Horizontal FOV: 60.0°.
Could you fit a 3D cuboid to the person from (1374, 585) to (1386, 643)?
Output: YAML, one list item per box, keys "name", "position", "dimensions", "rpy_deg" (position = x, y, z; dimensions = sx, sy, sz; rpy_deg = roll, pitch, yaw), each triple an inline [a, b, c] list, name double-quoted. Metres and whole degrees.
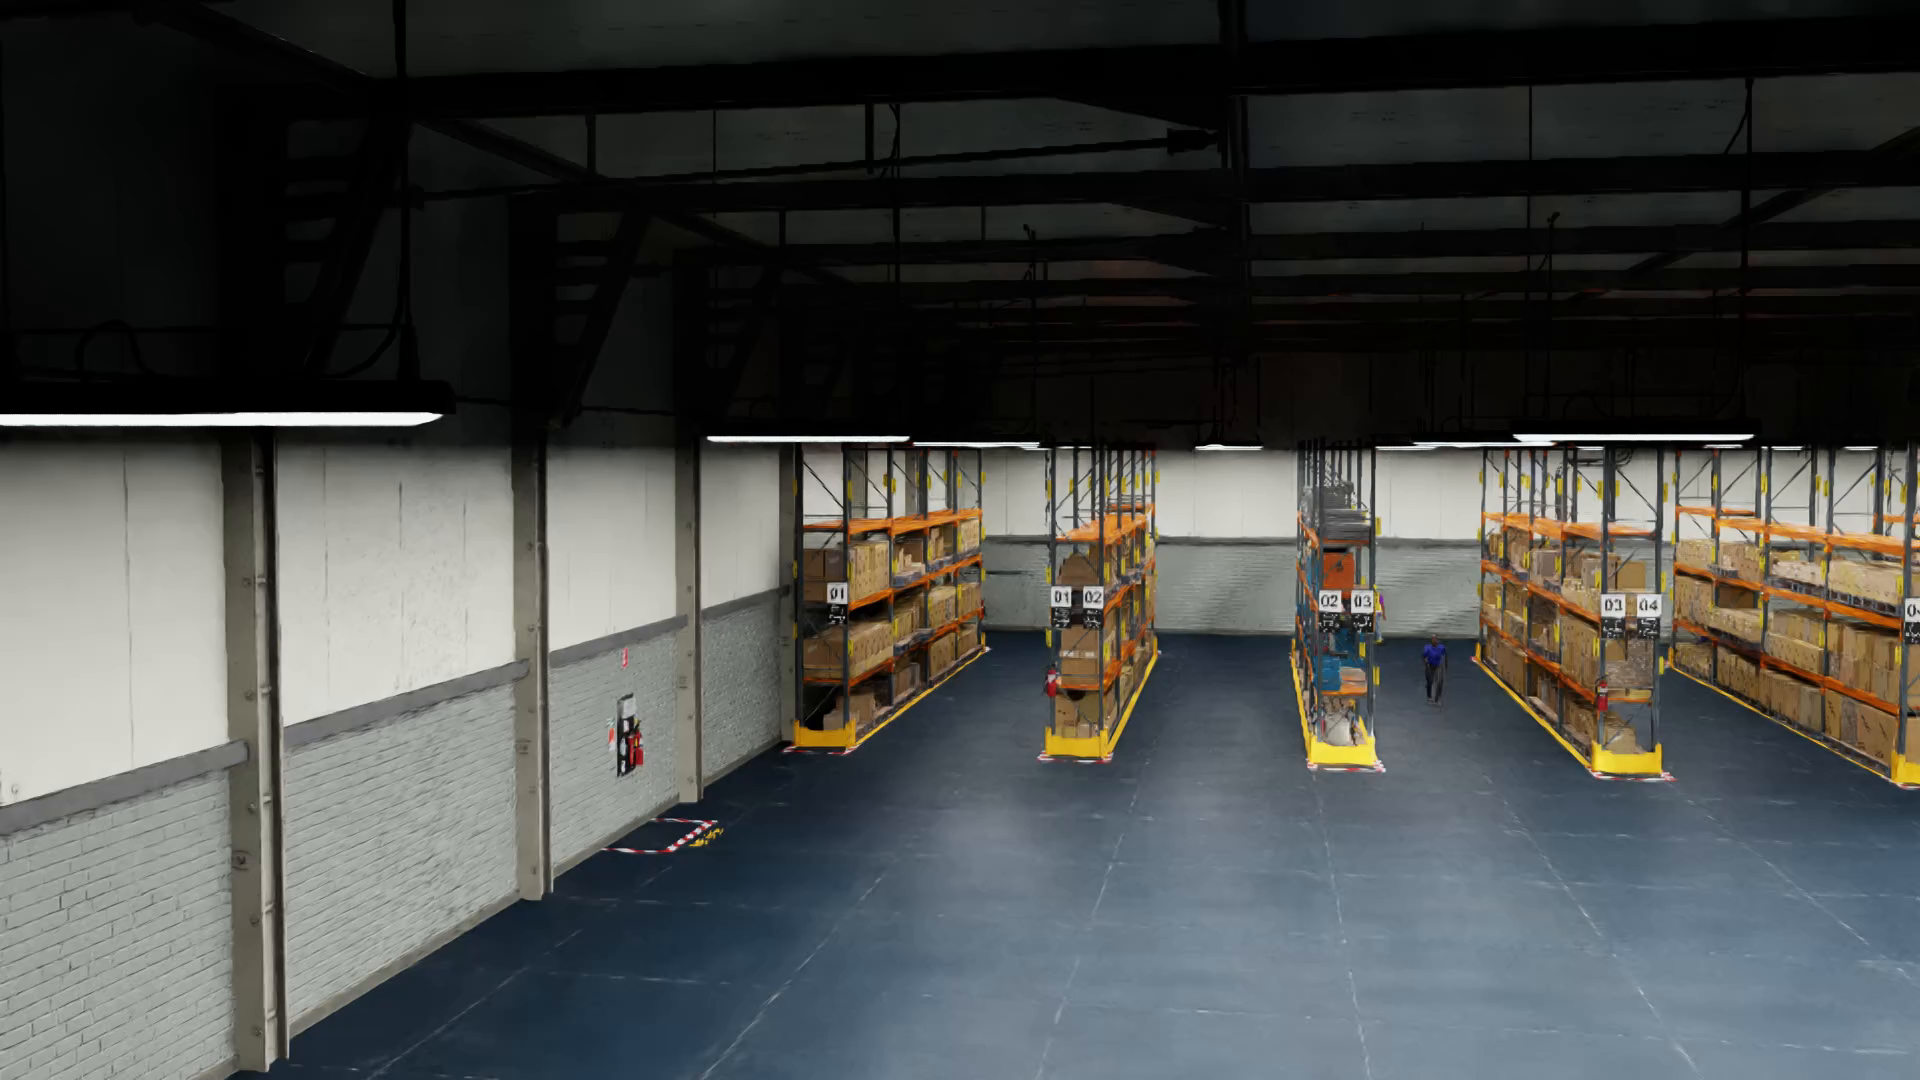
- name: "person"
  position: [12.416, 2.205, 49.710]
  dimensions: [0.488, 1.752, 0.659]
  rpy_deg: [-1, 3, -23]

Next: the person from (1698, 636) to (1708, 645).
- name: "person"
  position: [21.682, 2.392, 48.116]
  dimensions: [0.648, 1.572, 0.504]
  rpy_deg: [-2, 4, -31]

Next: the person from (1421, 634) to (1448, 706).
- name: "person"
  position: [10.794, 2.926, 37.845]
  dimensions: [0.603, 1.590, 0.831]
  rpy_deg: [1, 3, 15]
